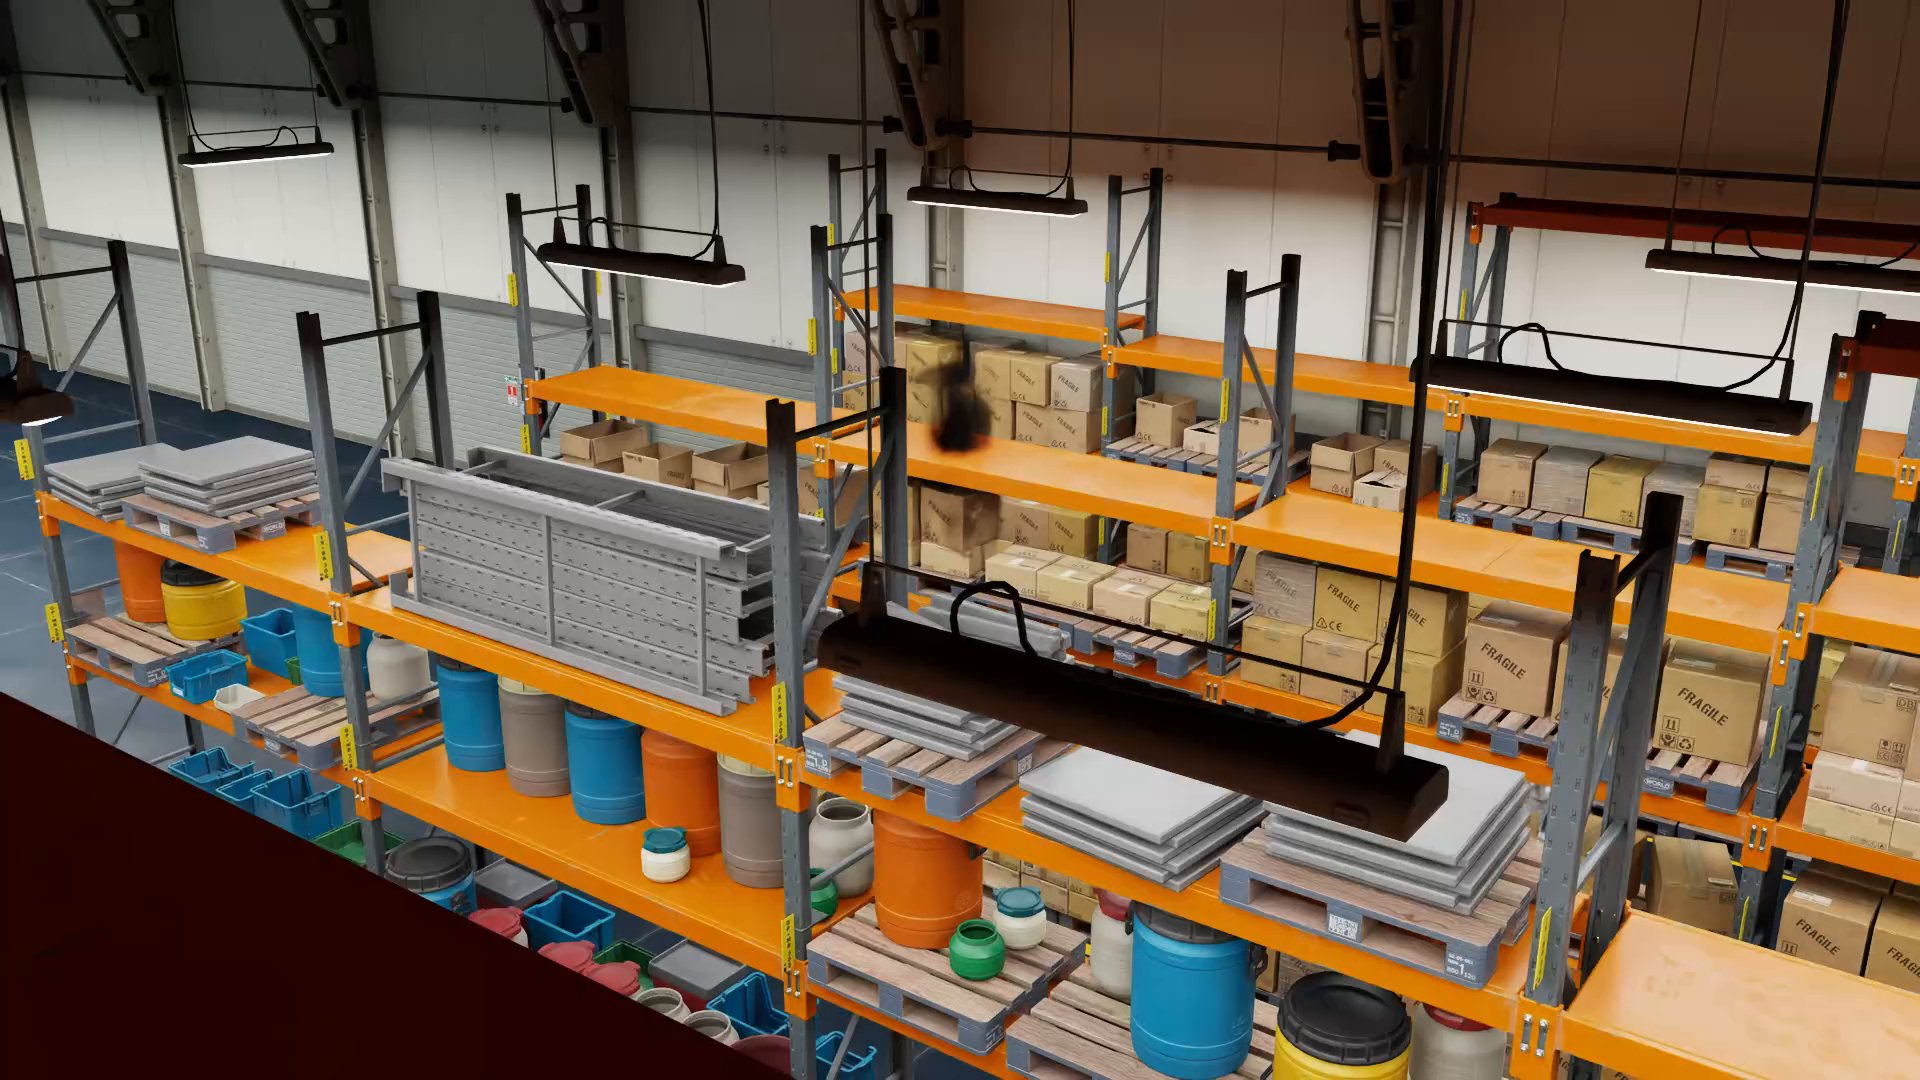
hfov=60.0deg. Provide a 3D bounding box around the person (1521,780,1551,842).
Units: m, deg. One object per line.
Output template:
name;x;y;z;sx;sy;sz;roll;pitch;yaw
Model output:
person;5.286;2.397;15.567;0.979;1.482;0.698;6;19;17
